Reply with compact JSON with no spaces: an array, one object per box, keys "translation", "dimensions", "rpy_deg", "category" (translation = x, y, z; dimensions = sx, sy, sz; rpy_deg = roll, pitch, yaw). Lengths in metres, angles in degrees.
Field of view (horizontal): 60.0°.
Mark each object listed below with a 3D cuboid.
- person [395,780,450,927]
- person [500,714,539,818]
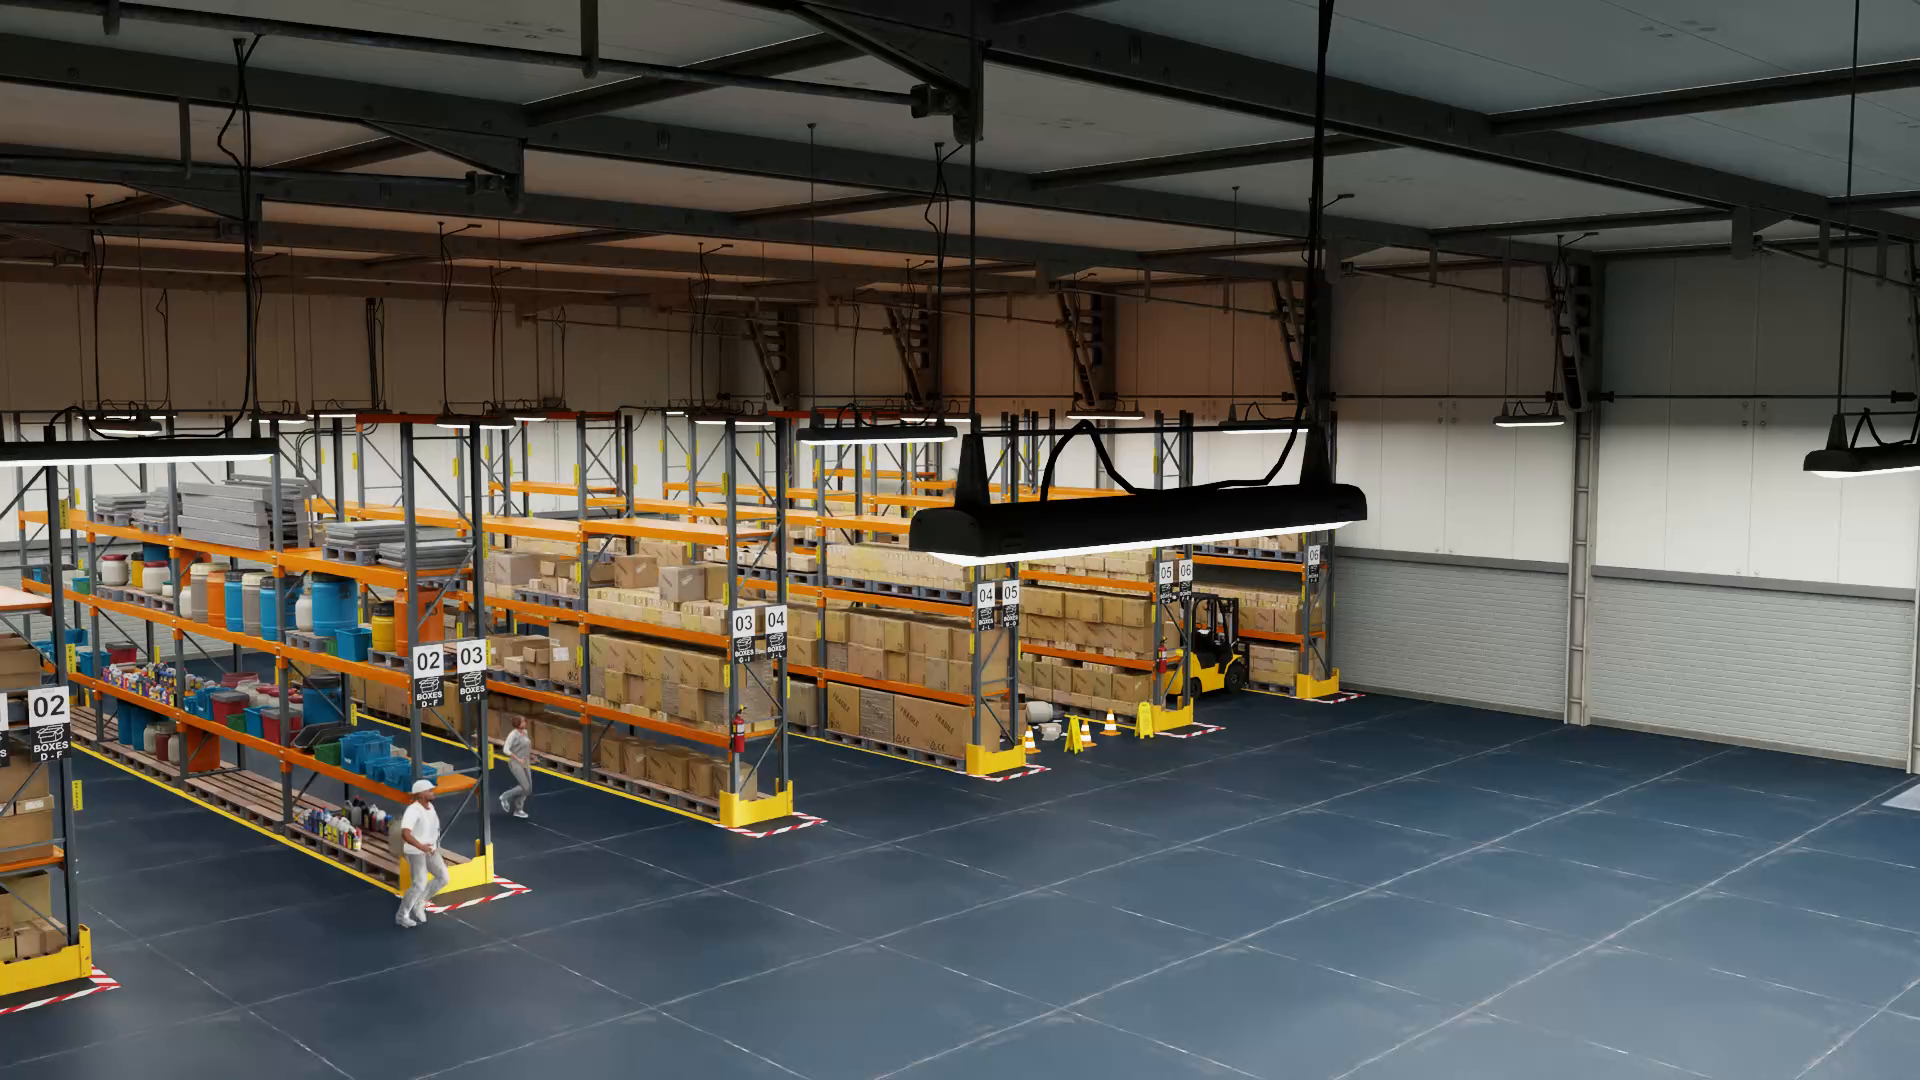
[{"translation":[-6.432,3.736,19.991],"dimensions":[0.580,1.694,0.765],"rpy_deg":[1,5,11],"category":"person"},{"translation":[-6.628,3.389,24.956],"dimensions":[0.532,1.553,0.522],"rpy_deg":[2,5,17],"category":"person"}]
